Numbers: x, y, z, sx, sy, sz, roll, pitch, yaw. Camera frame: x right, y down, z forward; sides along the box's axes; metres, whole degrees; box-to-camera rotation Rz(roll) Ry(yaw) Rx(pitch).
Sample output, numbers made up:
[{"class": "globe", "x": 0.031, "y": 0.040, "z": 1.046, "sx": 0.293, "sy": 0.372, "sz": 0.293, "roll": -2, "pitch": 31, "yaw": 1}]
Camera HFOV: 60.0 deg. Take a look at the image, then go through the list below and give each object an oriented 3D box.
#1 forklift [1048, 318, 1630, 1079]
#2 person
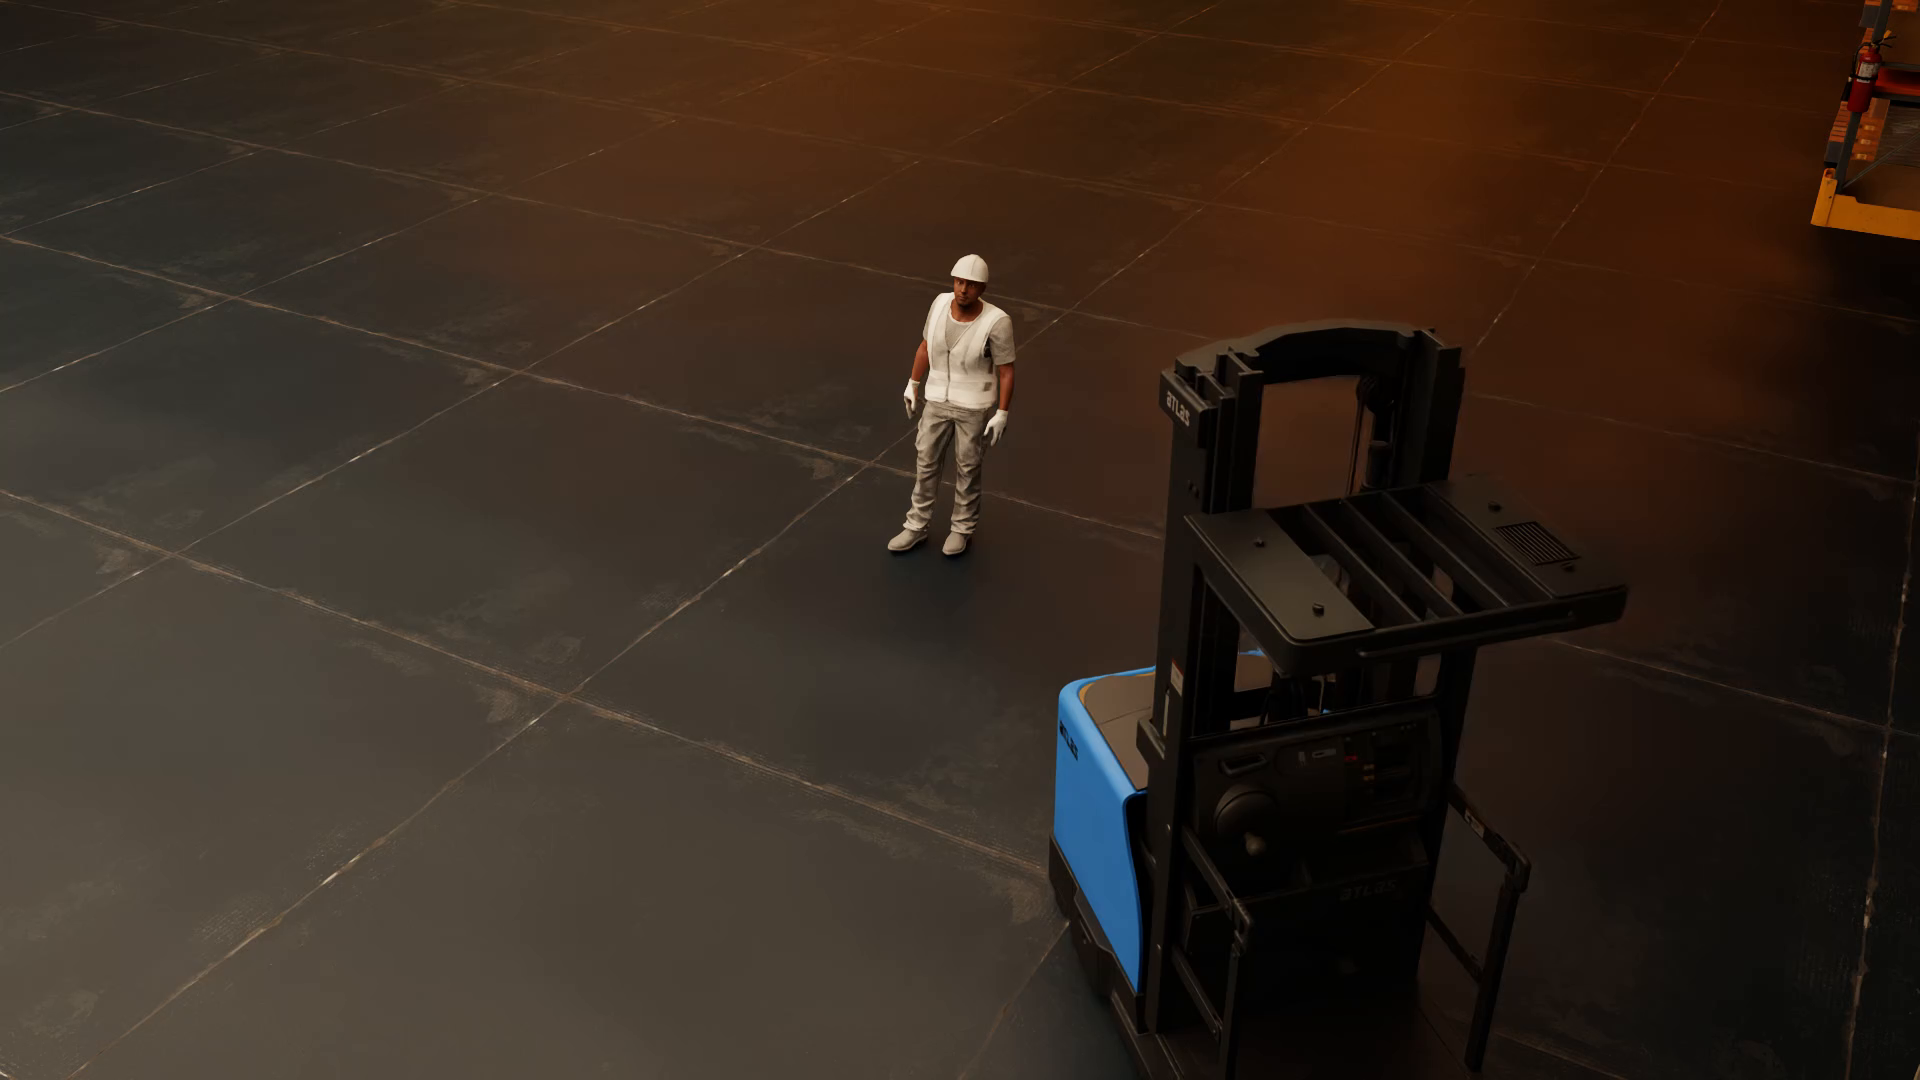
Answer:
[{"class": "forklift", "x": 1.296, "y": 0.882, "z": 5.542, "sx": 1.130, "sy": 2.935, "sz": 3.031, "roll": -8, "pitch": 31, "yaw": -14}, {"class": "person", "x": -0.042, "y": -0.749, "z": 9.503, "sx": 0.656, "sy": 1.781, "sz": 0.577, "roll": 15, "pitch": 33, "yaw": 25}]
